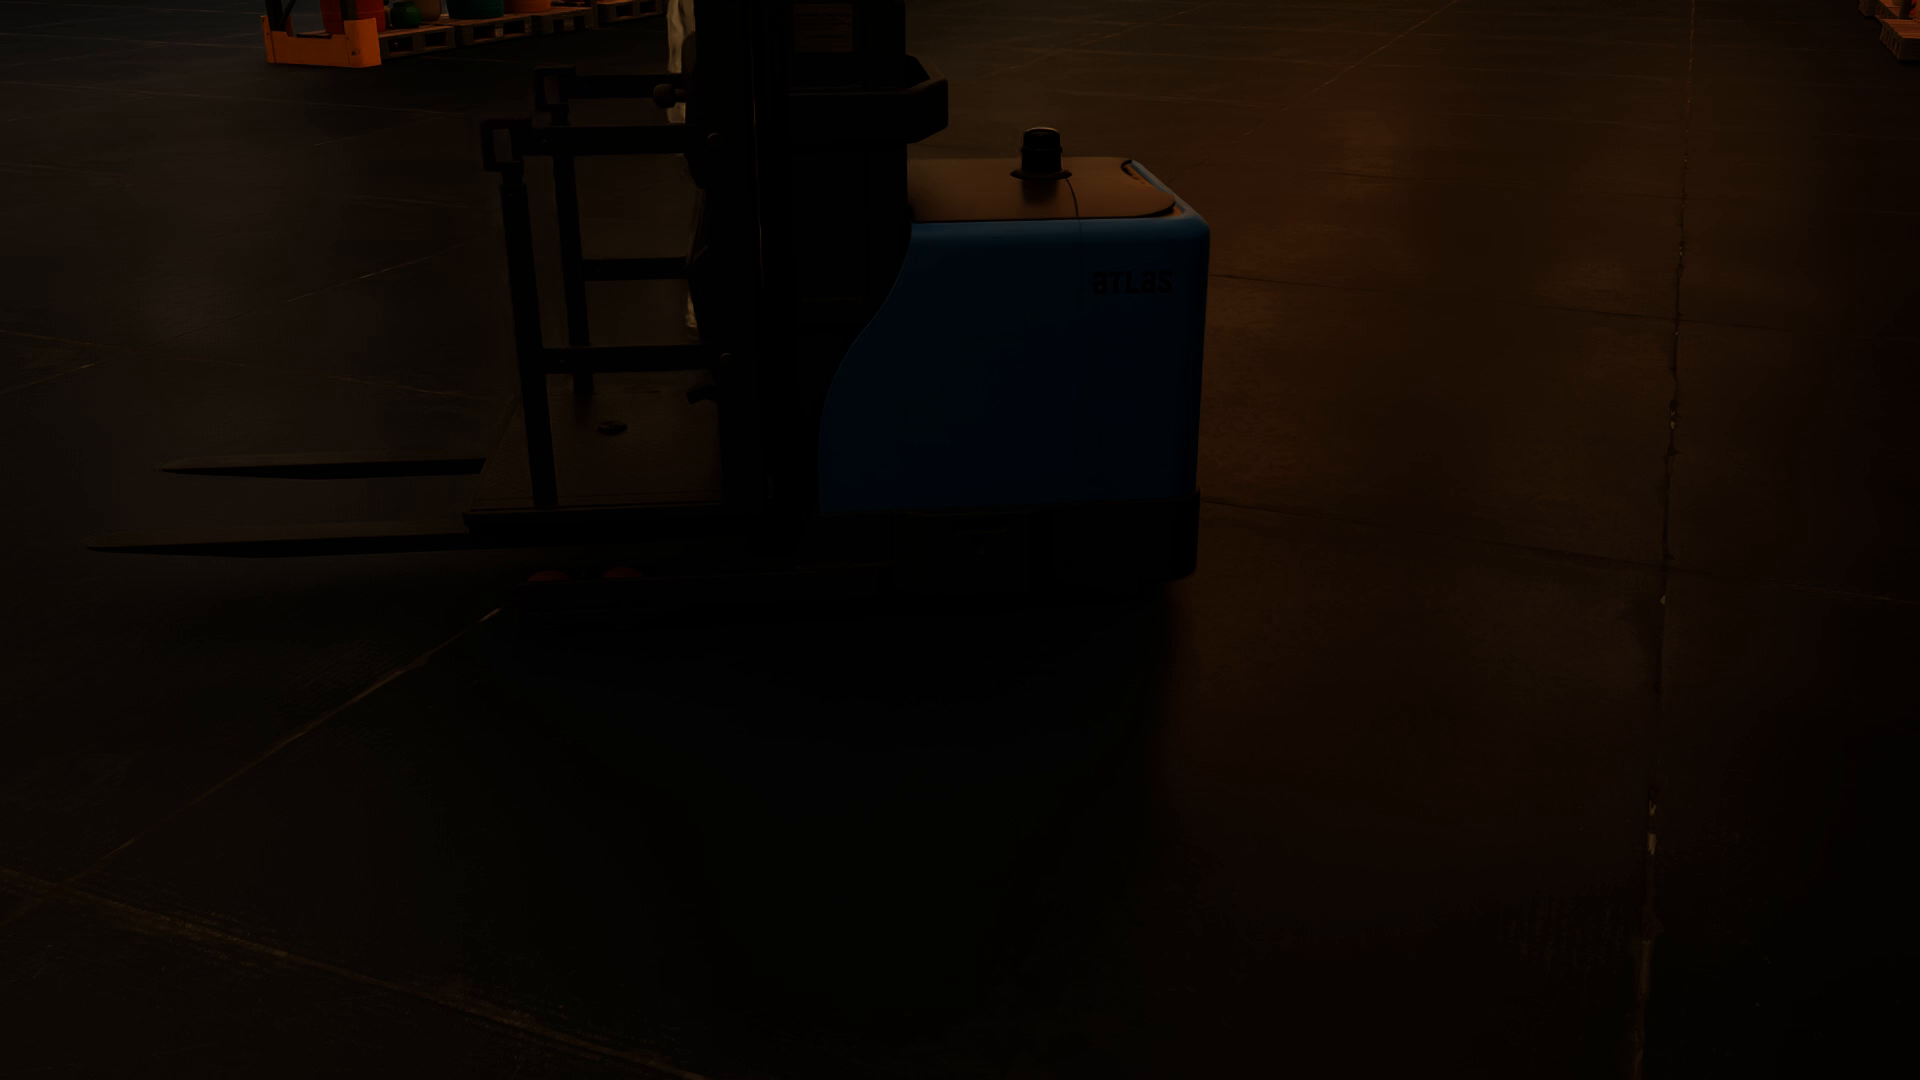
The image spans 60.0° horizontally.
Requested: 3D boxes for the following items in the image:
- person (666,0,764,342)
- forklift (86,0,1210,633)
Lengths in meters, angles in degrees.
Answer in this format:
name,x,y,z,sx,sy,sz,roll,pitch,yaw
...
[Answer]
name,x,y,z,sx,sy,sz,roll,pitch,yaw
person,-0.942,-1.685,6.849,0.505,1.757,0.749,-10,25,-23
forklift,-0.881,-1.316,4.442,3.031,2.935,1.130,-2,23,-6
